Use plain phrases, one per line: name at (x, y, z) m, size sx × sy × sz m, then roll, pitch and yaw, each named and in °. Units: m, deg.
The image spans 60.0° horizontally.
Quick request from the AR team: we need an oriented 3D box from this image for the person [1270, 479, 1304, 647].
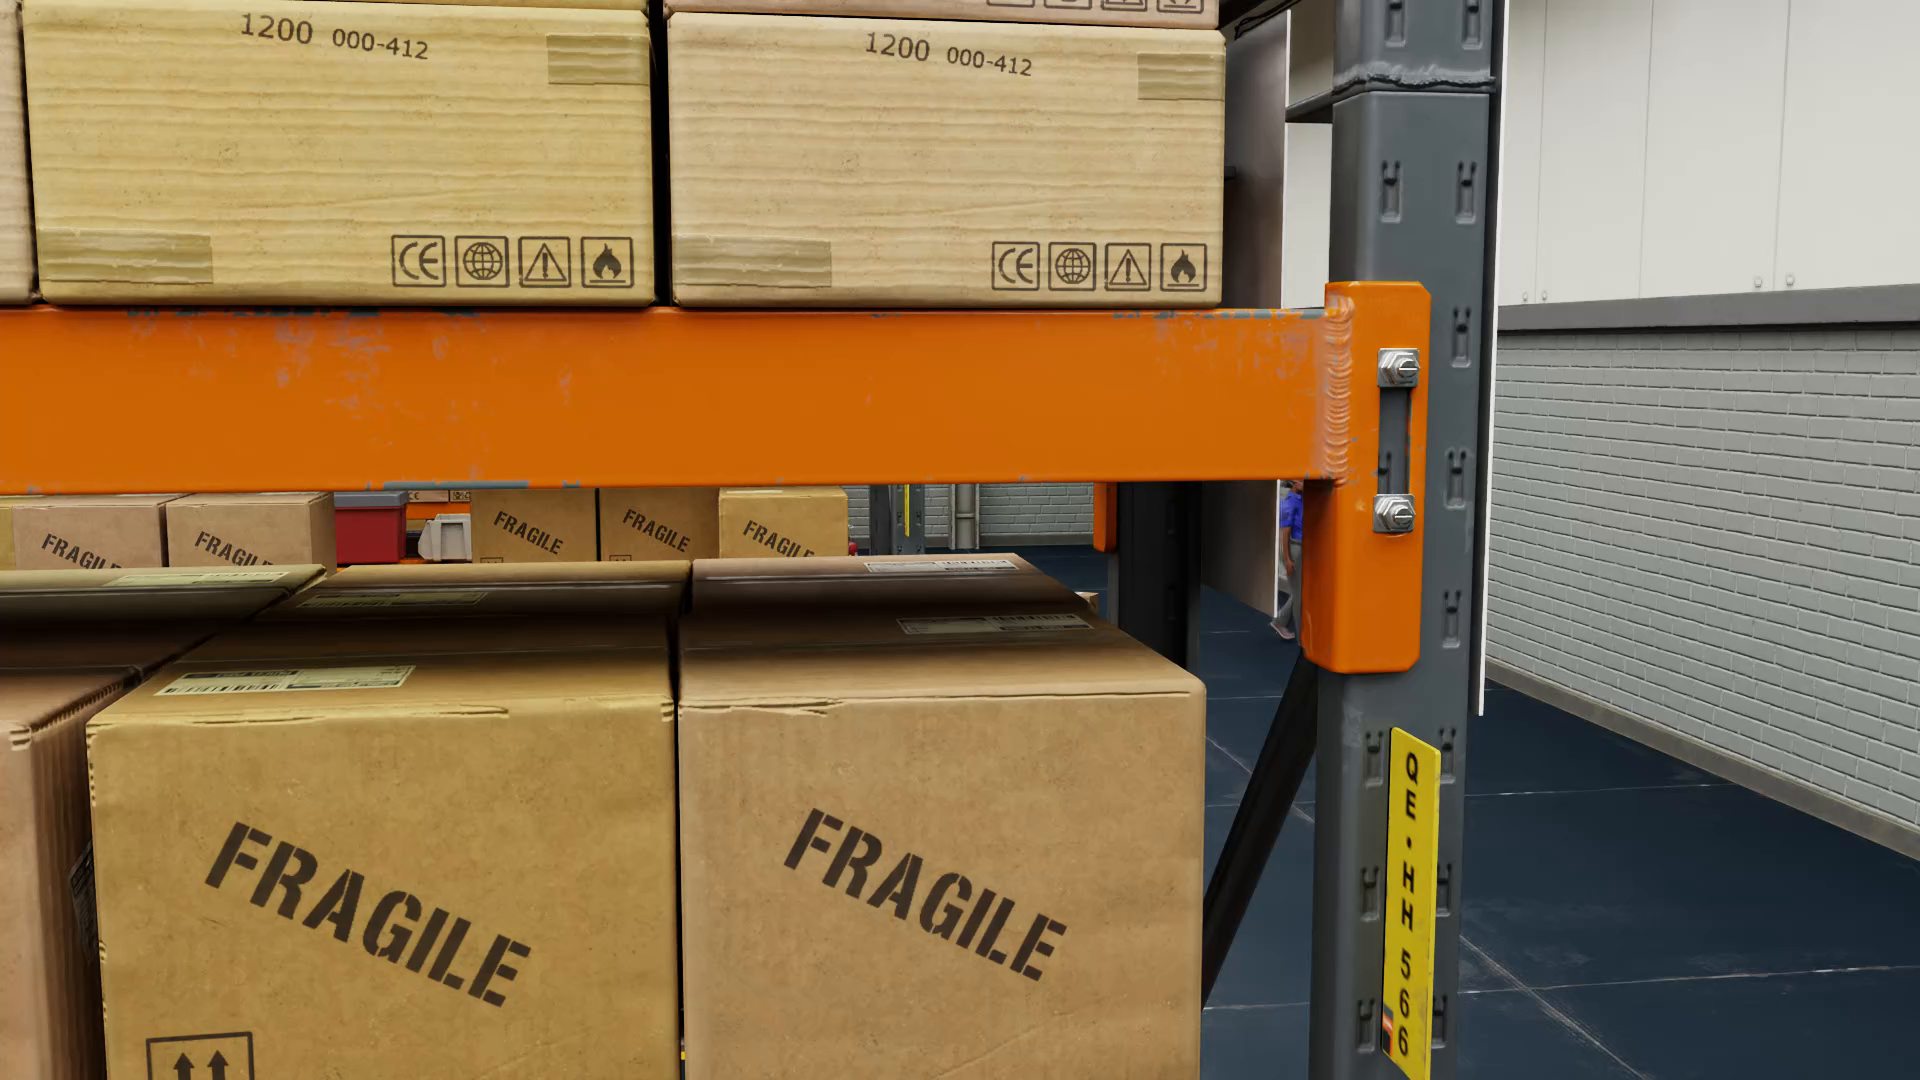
person at (3.148, 0.156, 15.427) m, size 0.661 × 1.643 × 0.464 m, roll 4°, pitch 8°, yaw 33°
